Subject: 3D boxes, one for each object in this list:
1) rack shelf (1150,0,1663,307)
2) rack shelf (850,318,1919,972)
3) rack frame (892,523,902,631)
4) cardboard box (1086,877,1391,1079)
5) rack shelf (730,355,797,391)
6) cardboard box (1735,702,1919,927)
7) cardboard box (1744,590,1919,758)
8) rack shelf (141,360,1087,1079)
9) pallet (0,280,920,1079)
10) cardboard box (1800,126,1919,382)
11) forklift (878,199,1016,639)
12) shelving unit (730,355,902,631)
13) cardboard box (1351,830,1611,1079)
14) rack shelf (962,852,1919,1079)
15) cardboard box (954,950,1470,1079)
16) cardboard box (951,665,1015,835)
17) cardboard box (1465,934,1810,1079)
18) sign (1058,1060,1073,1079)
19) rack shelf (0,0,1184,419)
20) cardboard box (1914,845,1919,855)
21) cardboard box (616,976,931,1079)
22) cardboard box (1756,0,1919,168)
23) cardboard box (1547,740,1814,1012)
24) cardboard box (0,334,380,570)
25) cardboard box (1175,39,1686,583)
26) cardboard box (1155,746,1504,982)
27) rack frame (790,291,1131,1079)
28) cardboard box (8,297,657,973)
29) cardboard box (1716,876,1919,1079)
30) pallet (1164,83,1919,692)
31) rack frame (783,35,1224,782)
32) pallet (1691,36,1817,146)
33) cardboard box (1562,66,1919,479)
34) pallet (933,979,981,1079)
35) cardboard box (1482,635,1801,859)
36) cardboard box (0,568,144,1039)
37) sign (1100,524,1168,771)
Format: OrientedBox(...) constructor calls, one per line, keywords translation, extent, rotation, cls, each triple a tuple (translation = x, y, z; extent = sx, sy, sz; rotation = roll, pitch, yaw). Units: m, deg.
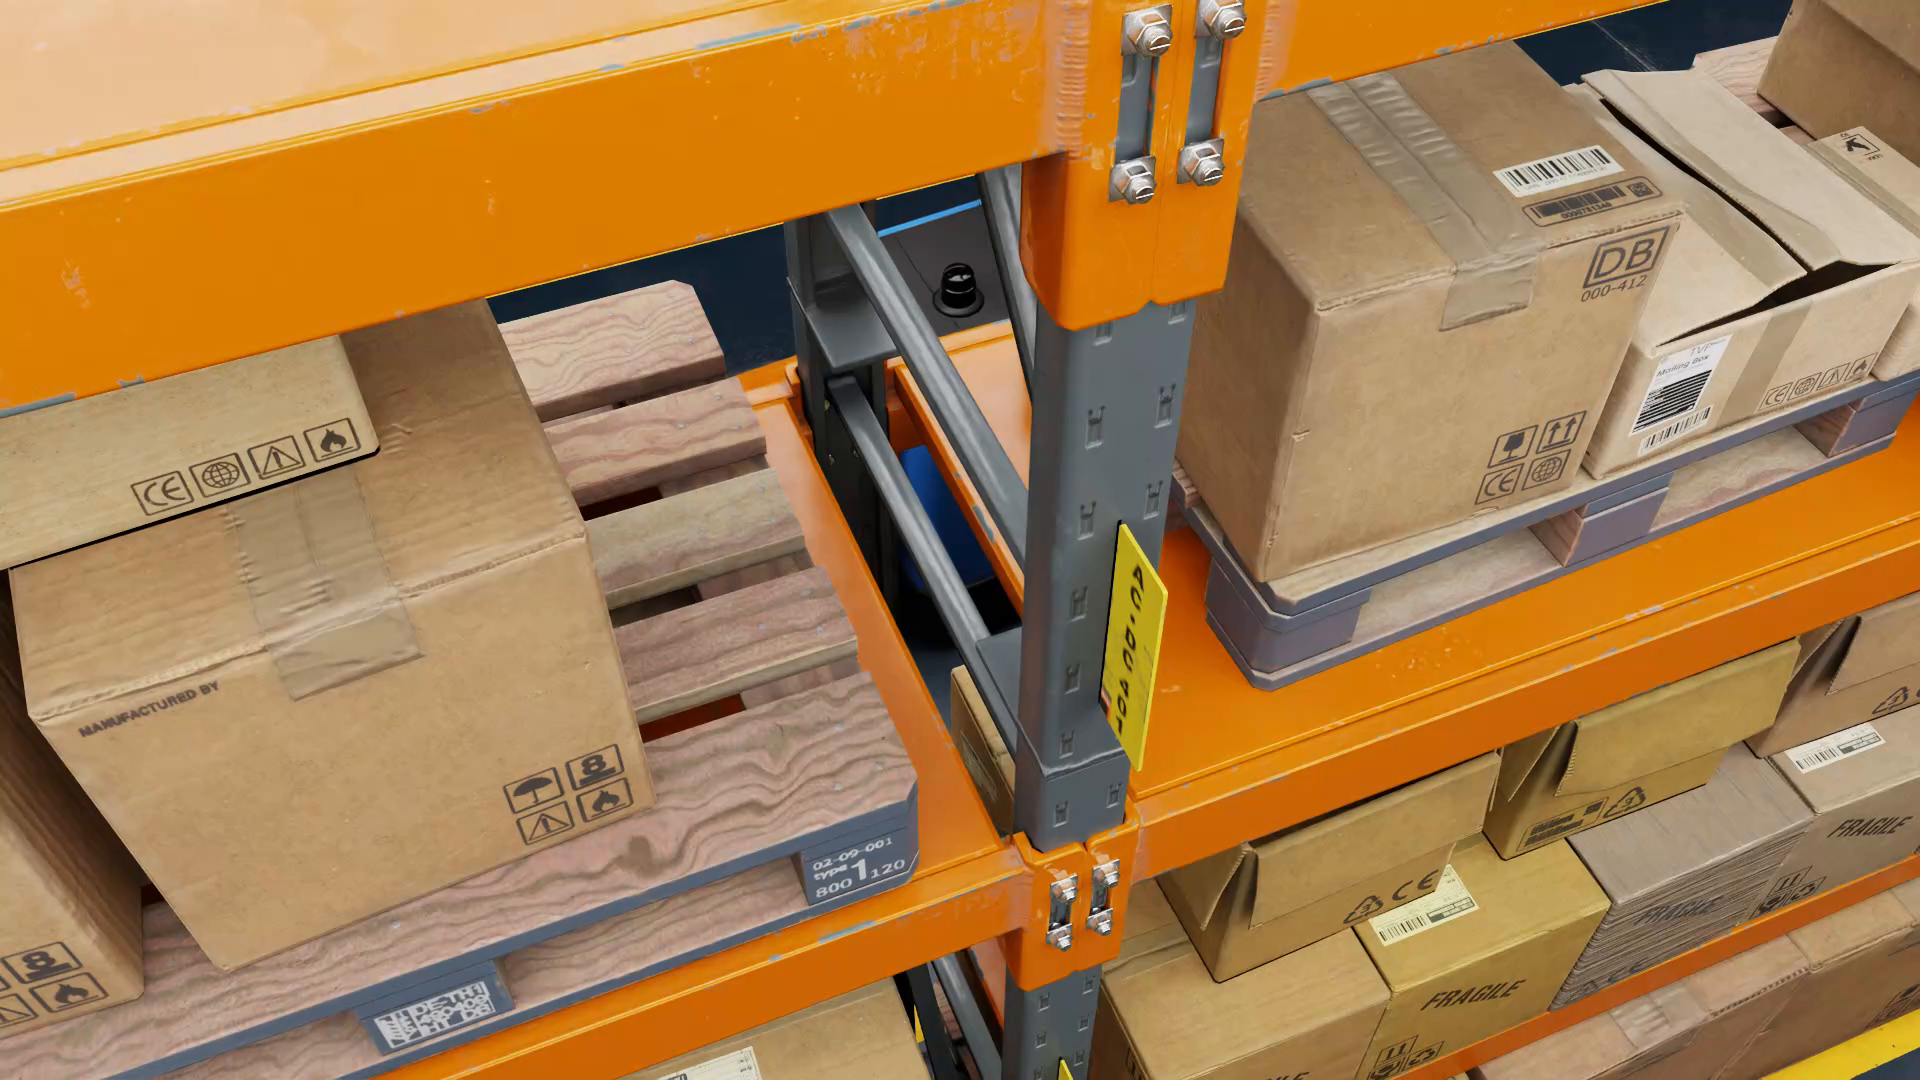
OrientedBox(translation=(1.825, -1.258, 2.137), extent=(4.000, 0.370, 1.077), rotation=(-17, 52, -14), cls="rack shelf")
OrientedBox(translation=(1.825, -0.411, 3.123), extent=(4.000, 0.370, 1.077), rotation=(-17, 52, -14), cls="rack shelf")
OrientedBox(translation=(-0.336, -0.208, 5.687), extent=(0.032, 1.125, 0.500), rotation=(-21, 53, -17), cls="rack frame")
OrientedBox(translation=(0.494, 0.916, 3.420), extent=(0.500, 0.500, 0.500), rotation=(-17, 51, -14), cls="cardboard box")
OrientedBox(translation=(-0.789, -0.224, 5.315), extent=(1.000, 0.278, 0.538), rotation=(-21, 53, -17), cls="rack shelf")
OrientedBox(translation=(1.899, 0.476, 3.798), extent=(0.500, 0.500, 0.500), rotation=(-16, 51, -14), cls="cardboard box")
OrientedBox(translation=(1.771, -0.021, 3.564), extent=(0.637, 0.503, 0.797), rotation=(-16, 51, -13), cls="cardboard box")
OrientedBox(translation=(-1.878, 0.736, 2.138), extent=(4.000, 0.370, 1.077), rotation=(-17, 52, -14), cls="rack shelf")
OrientedBox(translation=(-0.788, 0.184, 2.196), extent=(1.213, 0.211, 1.003), rotation=(-17, 52, -14), cls="pallet")
OrientedBox(translation=(1.409, -0.449, 2.570), extent=(0.250, 0.149, 0.380), rotation=(-19, 52, -16), cls="cardboard box")
OrientedBox(translation=(0.991, -1.404, 5.524), extent=(3.031, 2.935, 1.130), rotation=(-21, 53, -17), cls="forklift")
OrientedBox(translation=(-0.789, -0.034, 5.537), extent=(1.048, 1.125, 0.538), rotation=(-21, 53, -17), cls="shelving unit")
OrientedBox(translation=(0.959, 0.772, 3.544), extent=(0.500, 0.500, 0.500), rotation=(-17, 51, -14), cls="cardboard box")
OrientedBox(translation=(1.825, 0.566, 4.261), extent=(4.000, 0.370, 1.077), rotation=(-17, 52, -14), cls="rack shelf")
OrientedBox(translation=(0.558, 1.263, 4.312), extent=(0.875, 0.875, 1.225), rotation=(-17, 51, -14), cls="cardboard box")
OrientedBox(translation=(0.303, 0.547, 3.737), extent=(0.500, 0.500, 0.500), rotation=(-17, 51, -14), cls="cardboard box")
OrientedBox(translation=(1.385, 1.006, 4.532), extent=(0.875, 0.875, 1.225), rotation=(-19, 52, -15), cls="cardboard box")
OrientedBox(translation=(0.185, 0.987, 2.802), extent=(0.005, 0.325, 0.100), rotation=(-17, 52, -14), cls="sign")
OrientedBox(translation=(-1.878, -0.111, 1.151), extent=(4.000, 0.370, 1.077), rotation=(-17, 52, -14), cls="rack shelf")
OrientedBox(translation=(2.370, 0.331, 3.923), extent=(0.500, 0.500, 0.500), rotation=(-19, 52, -15), cls="cardboard box")
OrientedBox(translation=(-0.351, 0.933, 2.880), extent=(0.500, 0.500, 0.500), rotation=(-16, 51, -13), cls="cardboard box")
OrientedBox(translation=(1.793, -0.789, 2.628), extent=(0.637, 0.503, 0.797), rotation=(-18, 52, -15), cls="cardboard box")
OrientedBox(translation=(1.422, 0.628, 3.667), extent=(0.500, 0.500, 0.500), rotation=(-18, 52, -15), cls="cardboard box")
OrientedBox(translation=(-0.900, -0.253, 1.610), extent=(0.500, 0.250, 0.500), rotation=(-20, 52, -17), cls="cardboard box")
OrientedBox(translation=(0.507, -0.415, 2.309), extent=(0.500, 0.500, 0.700), rotation=(-16, 51, -13), cls="cardboard box")
OrientedBox(translation=(0.562, 0.357, 3.239), extent=(0.637, 0.503, 0.797), rotation=(-18, 52, -15), cls="cardboard box")
OrientedBox(translation=(-0.026, 0.905, 3.495), extent=(0.127, 3.000, 1.000), rotation=(-17, 52, -14), cls="rack frame")
OrientedBox(translation=(-0.728, -0.007, 1.893), extent=(0.500, 0.500, 0.700), rotation=(-20, 52, -16), cls="cardboard box")
OrientedBox(translation=(2.202, 0.747, 4.755), extent=(0.875, 0.875, 1.225), rotation=(-17, 51, -14), cls="cardboard box")
OrientedBox(translation=(0.804, -0.307, 2.686), extent=(1.217, 0.209, 0.805), rotation=(-19, 52, -16), cls="pallet")
OrientedBox(translation=(-0.026, -1.049, 1.219), extent=(0.127, 3.000, 1.000), rotation=(-17, 52, -14), cls="rack frame")
OrientedBox(translation=(2.066, -0.613, 2.946), extent=(1.213, 0.211, 1.003), rotation=(-15, 51, -13), cls="pallet")
OrientedBox(translation=(1.023, -0.431, 2.448), extent=(0.500, 0.311, 0.500), rotation=(-19, 52, -15), cls="cardboard box")
OrientedBox(translation=(0.659, 1.540, 4.789), extent=(1.213, 0.211, 1.003), rotation=(-17, 52, -14), cls="pallet")
OrientedBox(translation=(1.202, 0.168, 3.401), extent=(0.637, 0.503, 0.797), rotation=(-17, 51, -14), cls="cardboard box")
OrientedBox(translation=(-1.228, 0.144, 1.763), extent=(0.500, 0.500, 0.700), rotation=(-15, 51, -12), cls="cardboard box")
OrientedBox(translation=(0.185, 0.123, 1.797), extent=(0.005, 0.325, 0.100), rotation=(-17, 52, -14), cls="sign")
